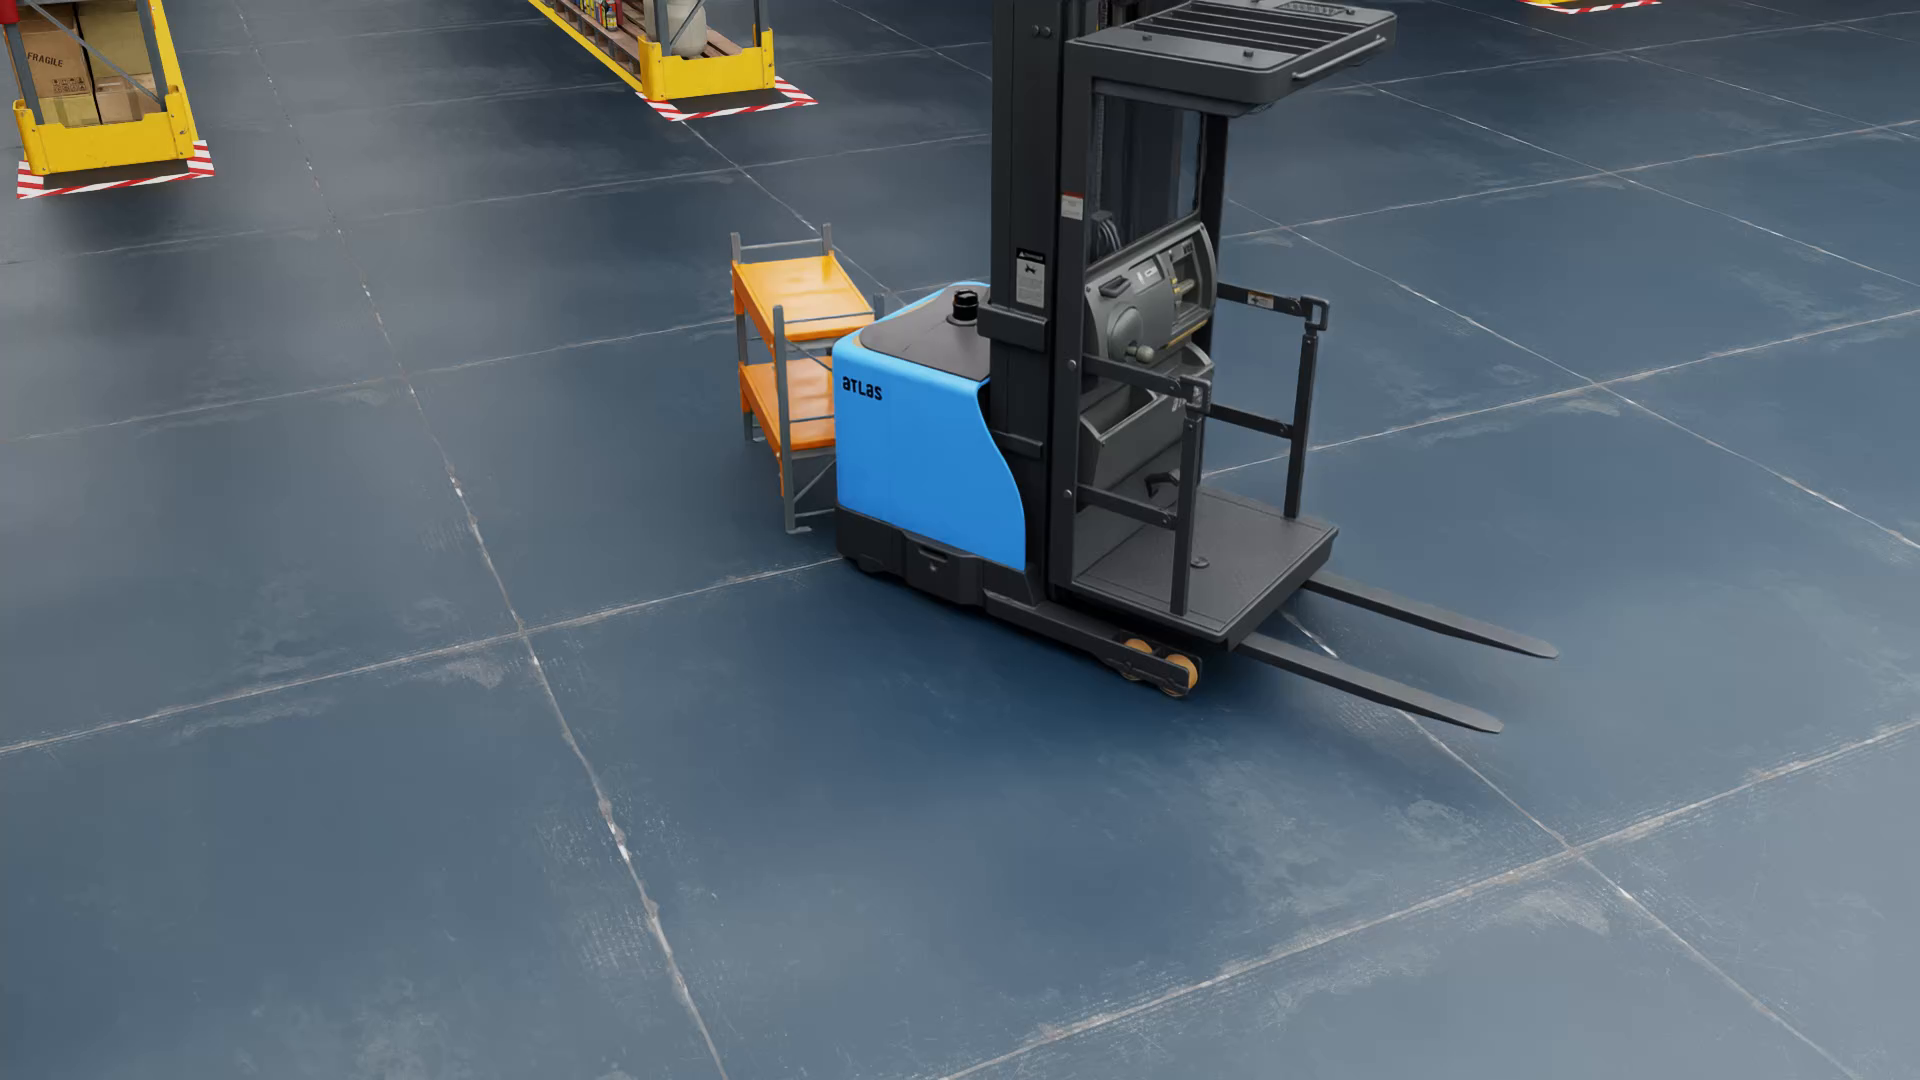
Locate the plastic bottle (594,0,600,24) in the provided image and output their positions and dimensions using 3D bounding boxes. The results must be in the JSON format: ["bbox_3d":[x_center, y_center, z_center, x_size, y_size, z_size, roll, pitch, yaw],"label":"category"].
[{"bbox_3d":[-3.508,-5.240,16.363,0.152,0.276,0.135,-14,32,-23],"label":"plastic bottle"}]

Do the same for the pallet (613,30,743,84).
[{"bbox_3d":[-2.600,-4.506,15.570,1.003,0.211,1.213,-13,32,-22],"label":"pallet"}]

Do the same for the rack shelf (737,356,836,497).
[{"bbox_3d":[-0.730,-0.589,8.149,0.538,0.278,1.000,-9,30,-15],"label":"rack shelf"}]

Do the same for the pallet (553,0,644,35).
[{"bbox_3d":[-3.647,-5.584,17.492,1.003,0.211,1.213,-13,32,-22],"label":"pallet"}]

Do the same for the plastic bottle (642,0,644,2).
[{"bbox_3d":[-3.221,-5.629,17.048,0.061,0.283,0.133,-13,32,-22],"label":"plastic bottle"}]

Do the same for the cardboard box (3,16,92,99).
[{"bbox_3d":[-7.155,-3.786,13.050,0.500,0.500,0.500,-13,32,-22],"label":"cardboard box"}]

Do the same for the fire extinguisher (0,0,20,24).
[{"bbox_3d":[-7.025,-4.117,12.104,0.296,0.674,0.183,-13,32,-22],"label":"fire extinguisher"}]

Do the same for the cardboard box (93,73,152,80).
[{"bbox_3d":[-6.903,-3.788,13.820,0.500,0.250,0.500,-13,32,-22],"label":"cardboard box"}]

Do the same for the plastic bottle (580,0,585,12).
[{"bbox_3d":[-3.812,-5.504,16.826,0.061,0.283,0.133,-12,31,-20],"label":"plastic bottle"}]

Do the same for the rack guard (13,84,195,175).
[{"bbox_3d":[-6.645,-3.200,12.945,1.175,0.500,0.348,-13,32,-22],"label":"rack guard"}]

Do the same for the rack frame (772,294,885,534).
[{"bbox_3d":[-0.579,-0.565,7.607,0.500,1.125,0.032,-9,30,-15],"label":"rack frame"}]

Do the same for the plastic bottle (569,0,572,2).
[{"bbox_3d":[-3.993,-5.740,17.254,0.152,0.276,0.135,-12,31,-20],"label":"plastic bottle"}]

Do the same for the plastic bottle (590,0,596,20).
[{"bbox_3d":[-3.583,-5.345,16.474,0.144,0.351,0.185,-12,31,-20],"label":"plastic bottle"}]

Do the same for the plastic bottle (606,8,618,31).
[{"bbox_3d":[-3.365,-5.029,16.064,0.097,0.201,0.097,0,29,0],"label":"plastic bottle"}]

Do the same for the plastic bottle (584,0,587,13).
[{"bbox_3d":[-3.745,-5.420,16.760,0.097,0.201,0.097,0,29,0],"label":"plastic bottle"}]

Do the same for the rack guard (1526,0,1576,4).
[{"bbox_3d":[6.826,-6.275,18.429,1.175,0.500,0.348,-13,32,-22],"label":"rack guard"}]

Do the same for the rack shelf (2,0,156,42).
[{"bbox_3d":[-7.514,-4.870,14.104,1.077,0.370,4.000,-13,32,-22],"label":"rack shelf"}]

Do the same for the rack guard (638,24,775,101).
[{"bbox_3d":[-2.256,-4.272,14.858,1.175,0.500,0.348,-13,32,-22],"label":"rack guard"}]

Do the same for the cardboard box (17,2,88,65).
[{"bbox_3d":[-7.597,-4.224,13.832,0.500,0.500,0.500,-13,32,-22],"label":"cardboard box"}]

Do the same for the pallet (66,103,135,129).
[{"bbox_3d":[-7.022,-3.413,13.621,1.003,0.211,1.213,-13,32,-22],"label":"pallet"}]

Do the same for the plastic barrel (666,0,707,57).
[{"bbox_3d":[-2.532,-4.712,15.200,0.421,0.512,0.421,0,29,0],"label":"plastic barrel"}]

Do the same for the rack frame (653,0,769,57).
[{"bbox_3d":[-2.181,-5.339,14.204,1.000,3.000,0.127,-13,32,-22],"label":"rack frame"}]

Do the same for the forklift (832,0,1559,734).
[{"bbox_3d":[0.929,-0.949,6.446,3.031,2.935,1.130,20,35,31],"label":"forklift"}]

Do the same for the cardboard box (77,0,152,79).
[{"bbox_3d":[-6.901,-4.115,13.638,0.500,0.500,0.500,-13,32,-22],"label":"cardboard box"}]

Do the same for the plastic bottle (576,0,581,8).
[{"bbox_3d":[-3.845,-5.615,16.955,0.144,0.351,0.185,-15,32,-24],"label":"plastic bottle"}]

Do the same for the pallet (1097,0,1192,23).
[{"bbox_3d":[1.943,-5.562,17.454,1.003,0.211,1.213,-13,32,-22],"label":"pallet"}]

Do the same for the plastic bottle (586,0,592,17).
[{"bbox_3d":[-3.662,-5.427,16.621,0.144,0.351,0.185,-13,32,-22],"label":"plastic bottle"}]

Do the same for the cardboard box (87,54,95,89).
[{"bbox_3d":[-7.595,-3.898,14.016,0.500,0.250,0.500,-13,32,-22],"label":"cardboard box"}]

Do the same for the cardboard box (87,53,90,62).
[{"bbox_3d":[-7.808,-4.119,14.411,0.500,0.250,0.500,-13,32,-22],"label":"cardboard box"}]

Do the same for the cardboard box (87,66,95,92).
[{"bbox_3d":[-7.378,-3.677,13.623,0.500,0.250,0.500,-13,32,-22],"label":"cardboard box"}]

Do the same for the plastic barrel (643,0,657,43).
[{"bbox_3d":[-2.747,-4.933,15.595,0.421,0.512,0.421,0,29,0],"label":"plastic barrel"}]

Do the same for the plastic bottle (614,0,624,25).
[{"bbox_3d":[-3.352,-5.205,16.293,0.061,0.283,0.133,-13,32,-22],"label":"plastic bottle"}]

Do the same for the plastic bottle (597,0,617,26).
[{"bbox_3d":[-3.448,-5.179,16.254,0.152,0.276,0.135,-13,32,-22],"label":"plastic bottle"}]

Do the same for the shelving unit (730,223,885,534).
[{"bbox_3d":[-0.730,-0.802,8.030,0.538,1.125,1.048,-9,30,-15],"label":"shelving unit"}]

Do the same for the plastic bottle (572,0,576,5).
[{"bbox_3d":[-3.926,-5.699,17.104,0.144,0.351,0.185,-12,32,-21],"label":"plastic bottle"}]

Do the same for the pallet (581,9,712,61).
[{"bbox_3d":[-3.119,-5.044,16.530,1.003,0.211,1.213,-13,32,-22],"label":"pallet"}]

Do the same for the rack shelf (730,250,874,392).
[{"bbox_3d":[-0.730,-1.057,7.887,0.538,0.278,1.000,-9,30,-15],"label":"rack shelf"}]

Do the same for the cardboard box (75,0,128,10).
[{"bbox_3d":[-7.128,-4.334,14.027,0.500,0.500,0.500,-13,32,-22],"label":"cardboard box"}]

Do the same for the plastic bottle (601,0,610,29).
[{"bbox_3d":[-3.432,-5.113,16.129,0.061,0.283,0.133,-12,32,-21],"label":"plastic bottle"}]

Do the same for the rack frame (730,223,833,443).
[{"bbox_3d":[-0.882,-1.039,8.453,0.500,1.125,0.032,-9,30,-15],"label":"rack frame"}]

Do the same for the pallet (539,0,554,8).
[{"bbox_3d":[-4.270,-6.228,18.641,1.003,0.211,1.213,-13,32,-22],"label":"pallet"}]

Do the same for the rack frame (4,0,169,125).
[{"bbox_3d":[-6.656,-4.300,12.352,1.000,3.000,0.127,-13,32,-22],"label":"rack frame"}]

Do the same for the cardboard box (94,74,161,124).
[{"bbox_3d":[-6.685,-3.568,13.428,0.500,0.250,0.500,-13,32,-22],"label":"cardboard box"}]

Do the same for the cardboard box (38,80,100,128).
[{"bbox_3d":[-7.153,-3.459,13.234,0.500,0.250,0.500,-13,32,-22],"label":"cardboard box"}]

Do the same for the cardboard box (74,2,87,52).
[{"bbox_3d":[-7.811,-4.446,14.226,0.500,0.500,0.500,-13,32,-22],"label":"cardboard box"}]
